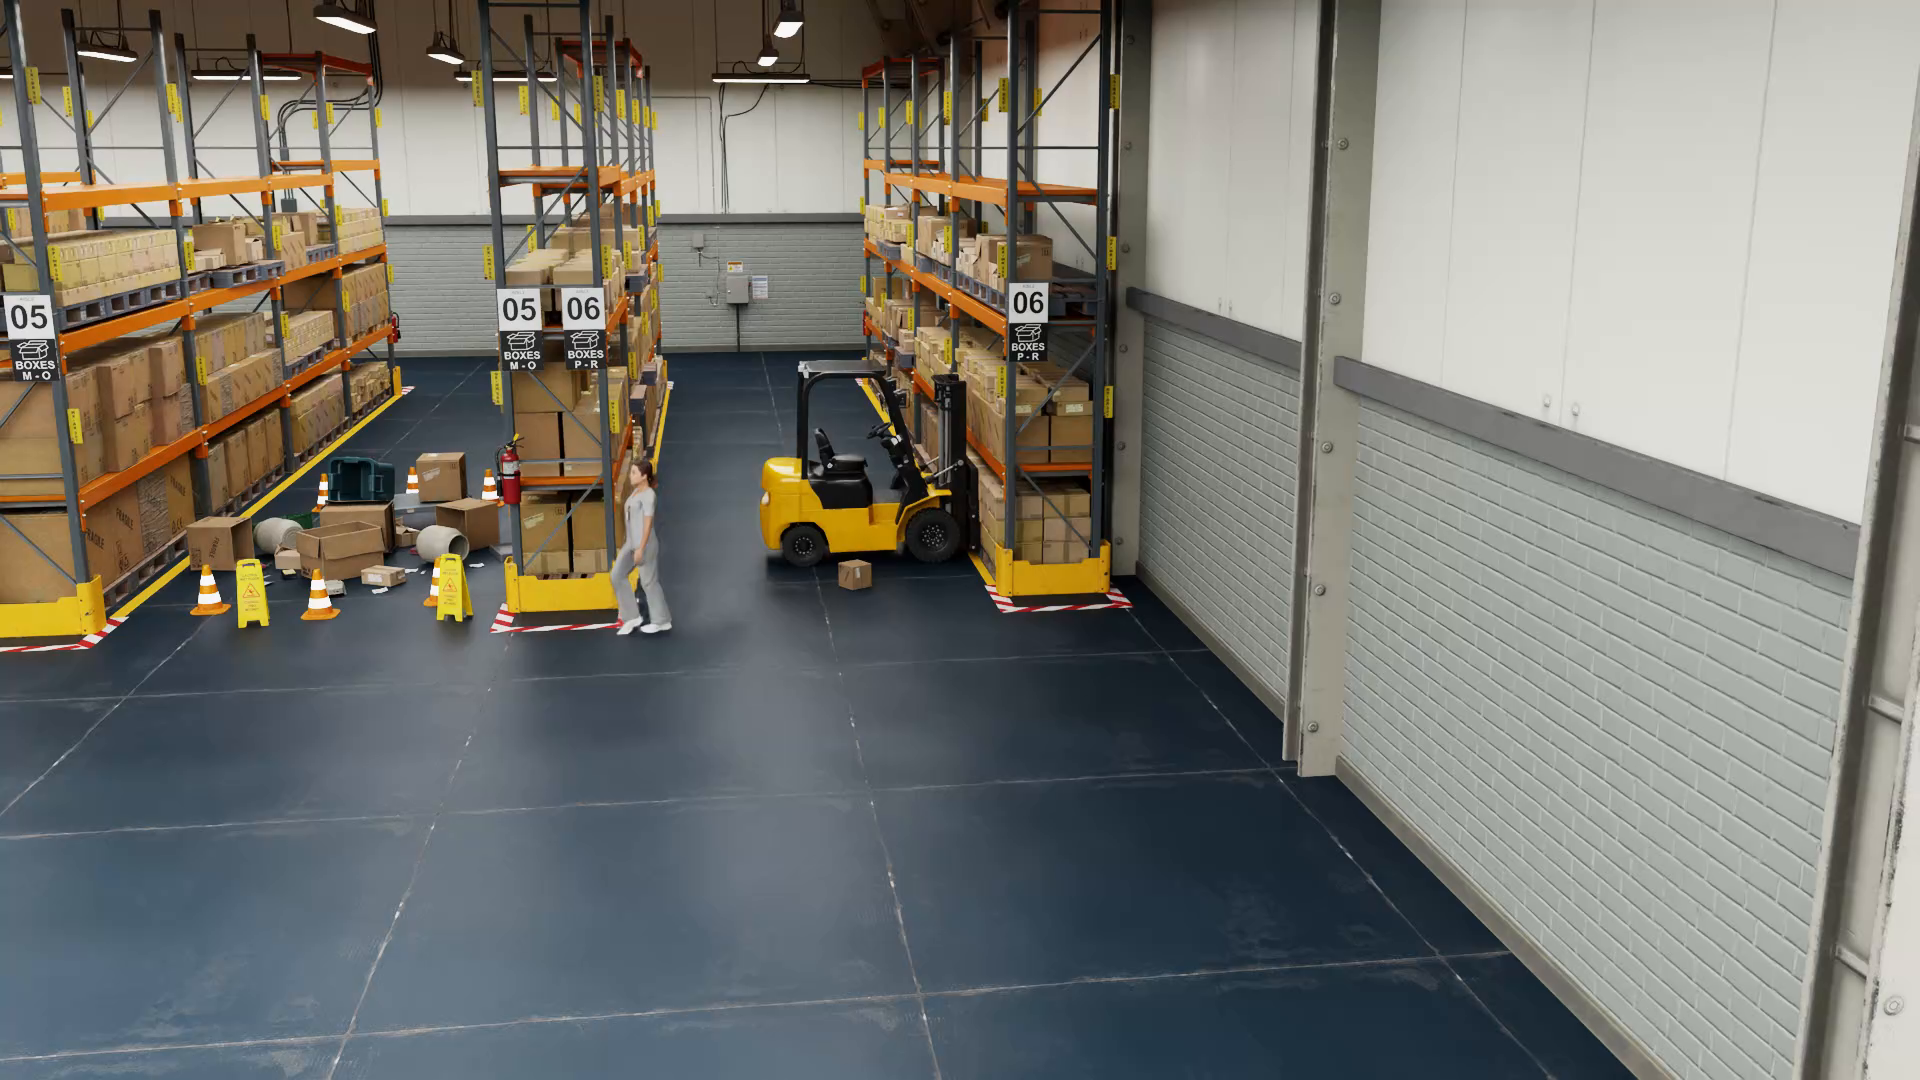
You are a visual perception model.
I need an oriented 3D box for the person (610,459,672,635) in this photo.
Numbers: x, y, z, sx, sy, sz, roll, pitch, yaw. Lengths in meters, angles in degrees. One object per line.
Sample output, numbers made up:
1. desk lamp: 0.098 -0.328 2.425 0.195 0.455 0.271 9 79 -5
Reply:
1. person: -3.001 0.096 15.622 0.520 1.721 0.475 -7 15 -29
